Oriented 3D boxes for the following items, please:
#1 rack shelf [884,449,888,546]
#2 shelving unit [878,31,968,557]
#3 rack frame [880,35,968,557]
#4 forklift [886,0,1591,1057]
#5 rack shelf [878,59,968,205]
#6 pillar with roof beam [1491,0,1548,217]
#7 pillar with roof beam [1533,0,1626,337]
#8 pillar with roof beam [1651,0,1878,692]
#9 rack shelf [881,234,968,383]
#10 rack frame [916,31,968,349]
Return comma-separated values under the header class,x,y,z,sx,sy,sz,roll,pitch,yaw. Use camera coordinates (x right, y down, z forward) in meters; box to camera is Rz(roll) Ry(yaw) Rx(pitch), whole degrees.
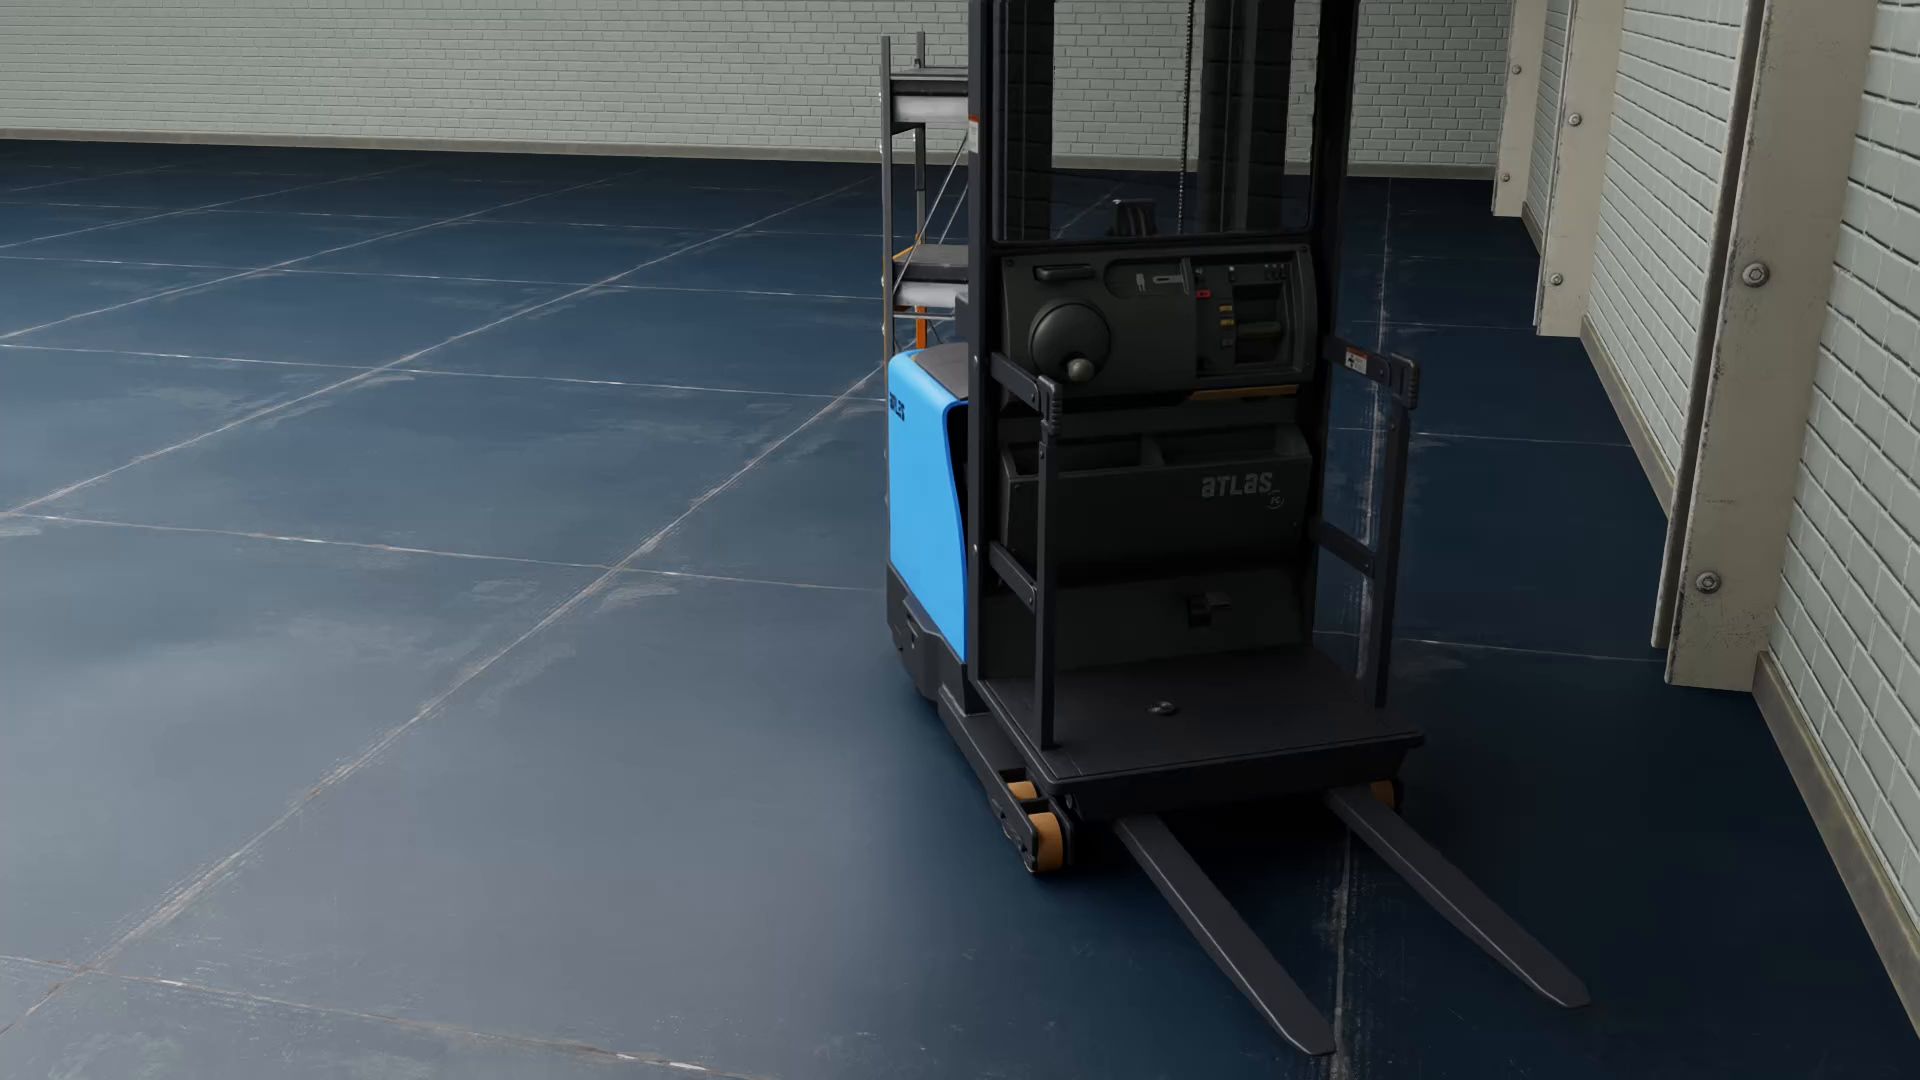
class,x,y,z,sx,sy,sz,roll,pitch,yaw
rack shelf,-0.040,-0.266,6.927,0.431,0.518,0.480,5,19,13
shelving unit,-0.040,-0.942,6.696,0.431,2.100,0.503,5,19,13
rack frame,-0.100,-0.865,6.472,0.400,2.100,0.015,5,19,13
forklift,0.626,-0.620,4.468,1.130,2.935,3.031,-5,20,-15
rack shelf,-0.040,-1.591,6.474,0.431,0.518,0.480,5,19,13
pillar with roof beam,1.392,-7.913,16.433,9.100,9.000,0.400,5,19,13
pillar with roof beam,-0.074,-6.033,10.927,9.100,9.000,0.400,5,19,13
pillar with roof beam,-1.540,-4.152,5.421,9.100,9.000,0.400,5,19,13
rack shelf,-0.040,-0.929,6.701,0.431,0.518,0.480,5,19,13
rack frame,0.019,-1.018,6.920,0.400,2.100,0.015,5,19,13
